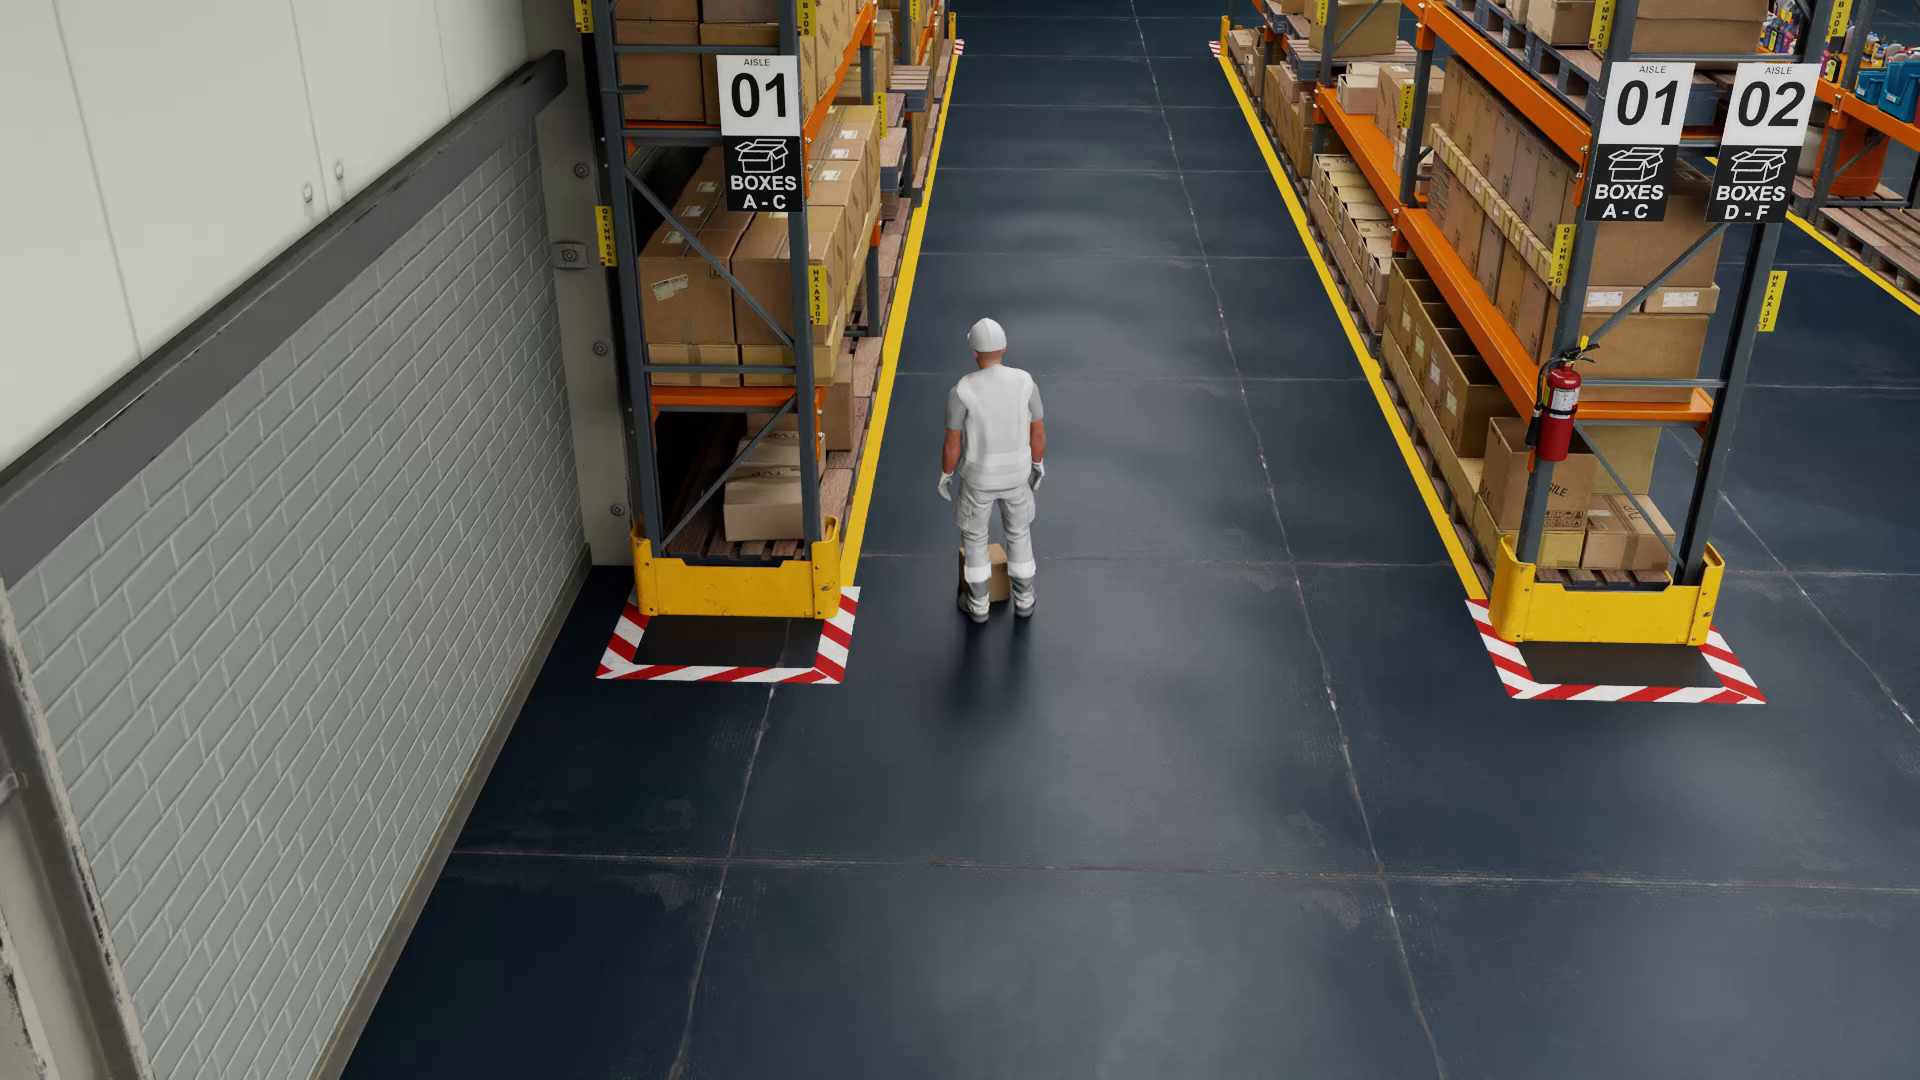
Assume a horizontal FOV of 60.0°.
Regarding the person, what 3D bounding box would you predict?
[{"bbox_3d":[0.184,-0.373,9.312,0.623,1.781,0.446,-6,28,-12],"label":"person"}]
